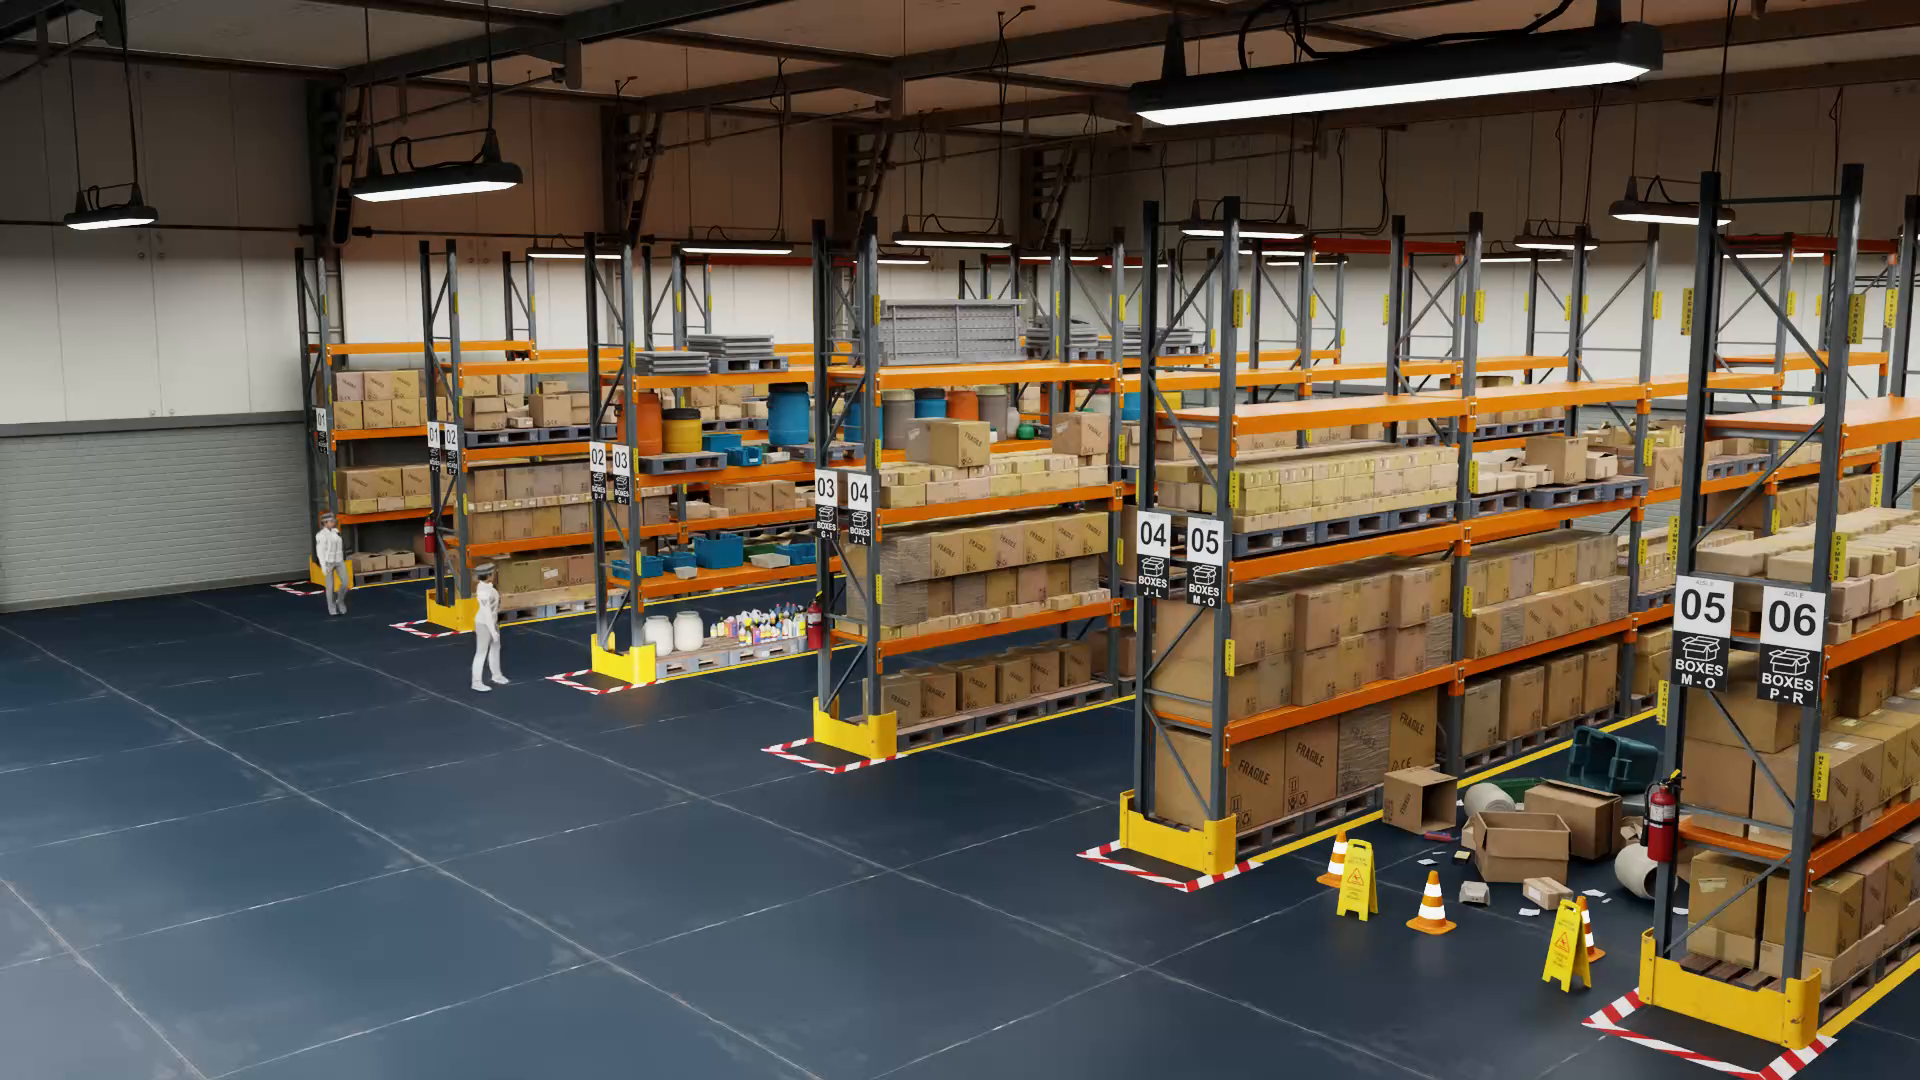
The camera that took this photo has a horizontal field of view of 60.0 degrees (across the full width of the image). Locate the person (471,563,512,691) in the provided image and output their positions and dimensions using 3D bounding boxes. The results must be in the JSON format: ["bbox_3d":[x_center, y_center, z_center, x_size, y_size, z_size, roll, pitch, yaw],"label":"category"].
[{"bbox_3d":[-6.239,1.145,22.021,0.446,1.714,0.636,-1,8,-5],"label":"person"}]

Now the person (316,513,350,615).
[{"bbox_3d":[-10.164,0.388,26.898,0.468,1.670,0.453,-5,10,-31],"label":"person"}]
